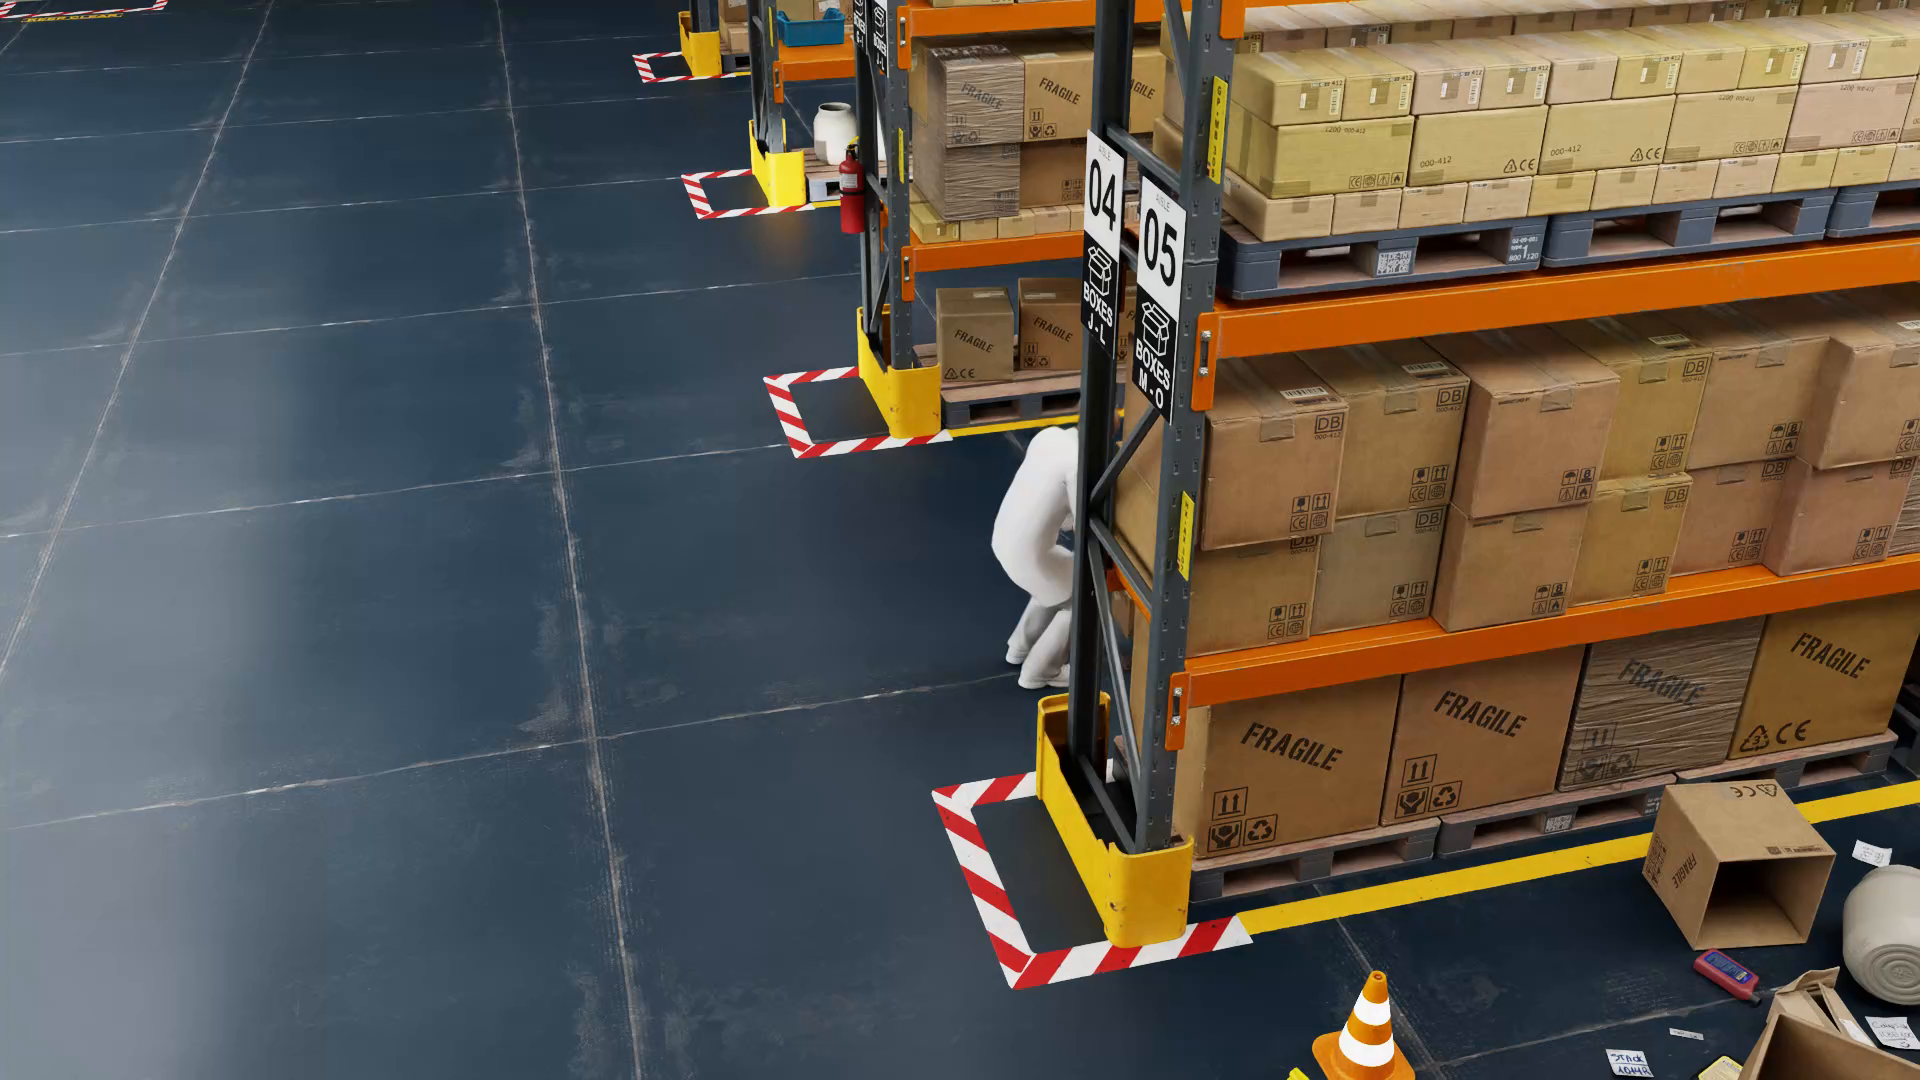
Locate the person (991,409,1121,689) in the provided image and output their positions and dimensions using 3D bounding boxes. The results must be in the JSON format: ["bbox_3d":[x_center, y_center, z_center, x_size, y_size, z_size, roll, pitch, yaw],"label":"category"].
[{"bbox_3d":[0.481,0.019,8.516,0.659,1.497,0.628,-8,31,-13],"label":"person"}]
